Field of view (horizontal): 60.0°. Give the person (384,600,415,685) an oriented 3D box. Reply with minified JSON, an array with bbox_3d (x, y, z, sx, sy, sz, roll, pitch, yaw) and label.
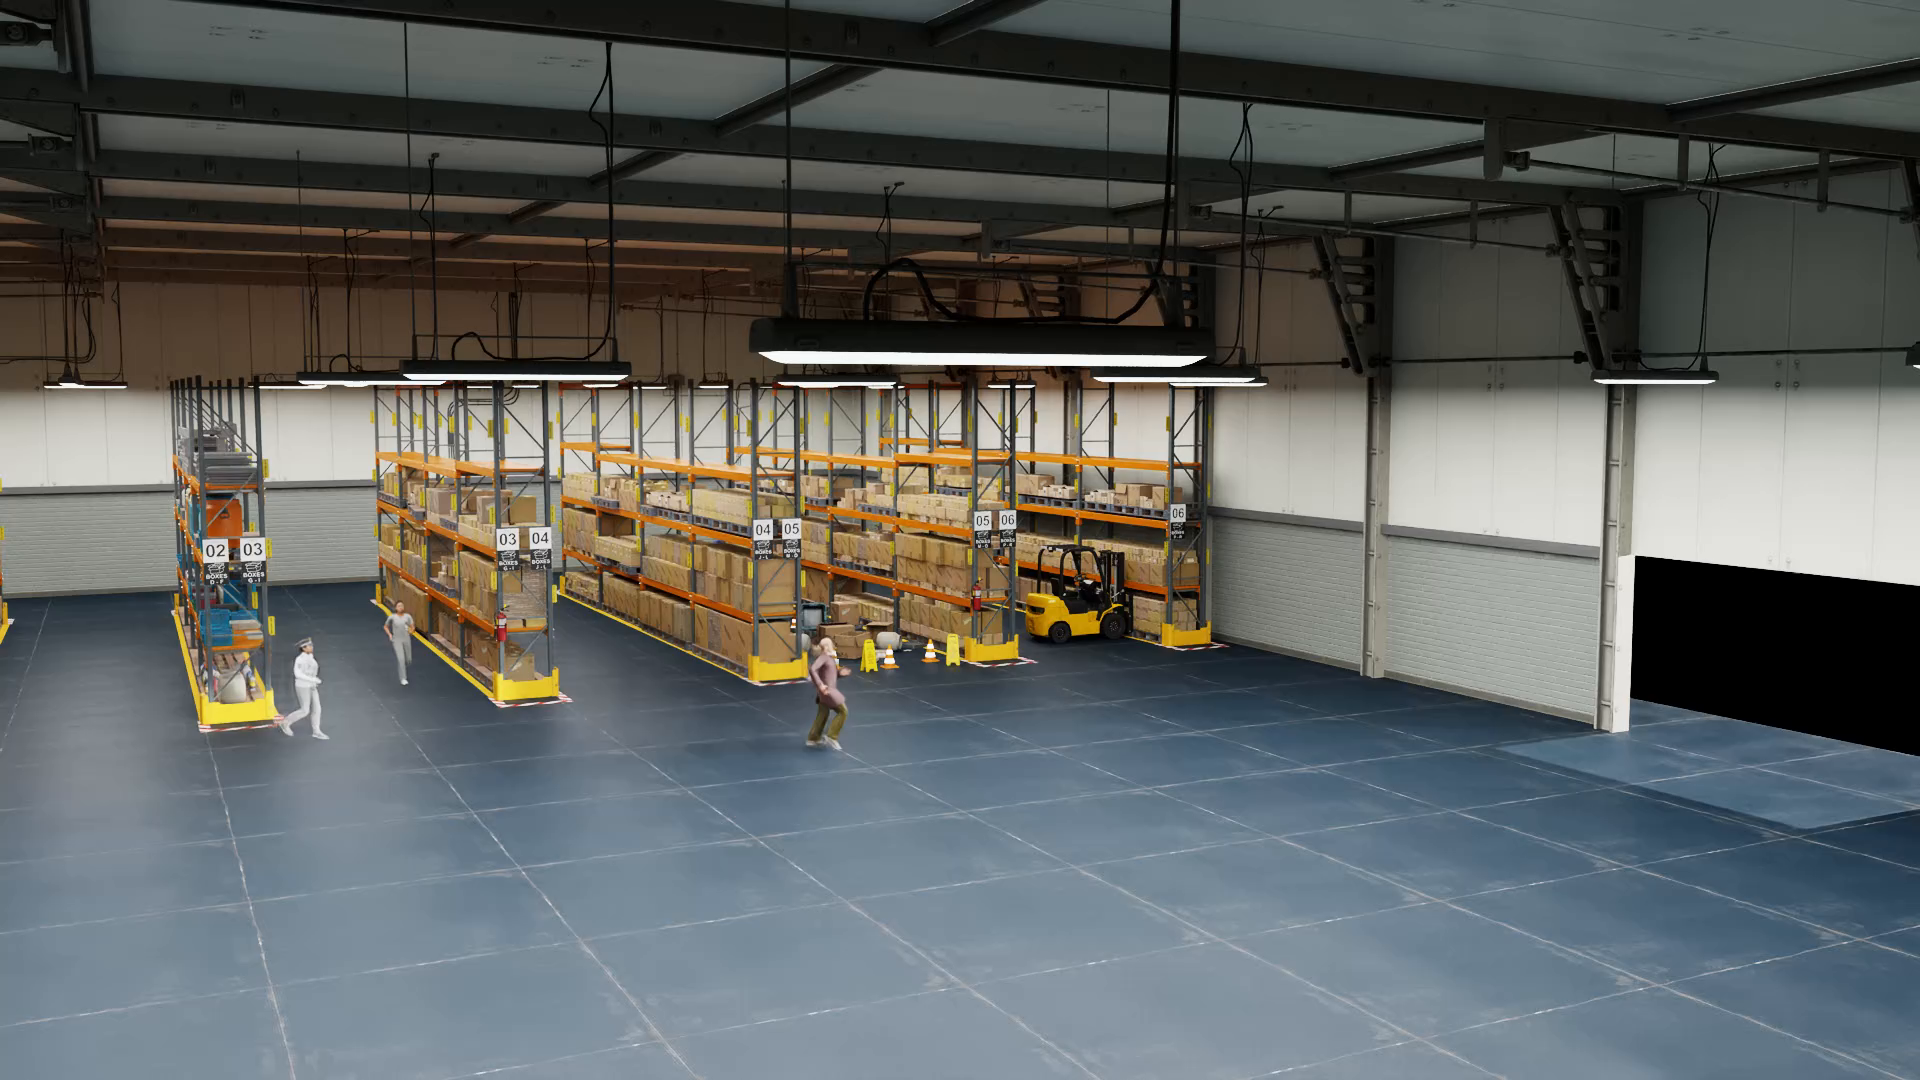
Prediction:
[{"bbox_3d":[-11.005,1.999,32.692,0.575,1.635,0.802,-3,6,-32],"label":"person"}]

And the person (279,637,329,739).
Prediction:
[{"bbox_3d":[-10.834,2.449,27.466,0.783,1.707,0.641,0,5,2],"label":"person"}]

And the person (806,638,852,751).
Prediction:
[{"bbox_3d":[-2.104,2.475,26.635,0.746,1.815,0.685,-1,5,-8],"label":"person"}]

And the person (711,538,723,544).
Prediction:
[{"bbox_3d":[-7.379,0.428,50.841,0.767,1.567,0.642,-3,6,-27],"label":"person"}]
